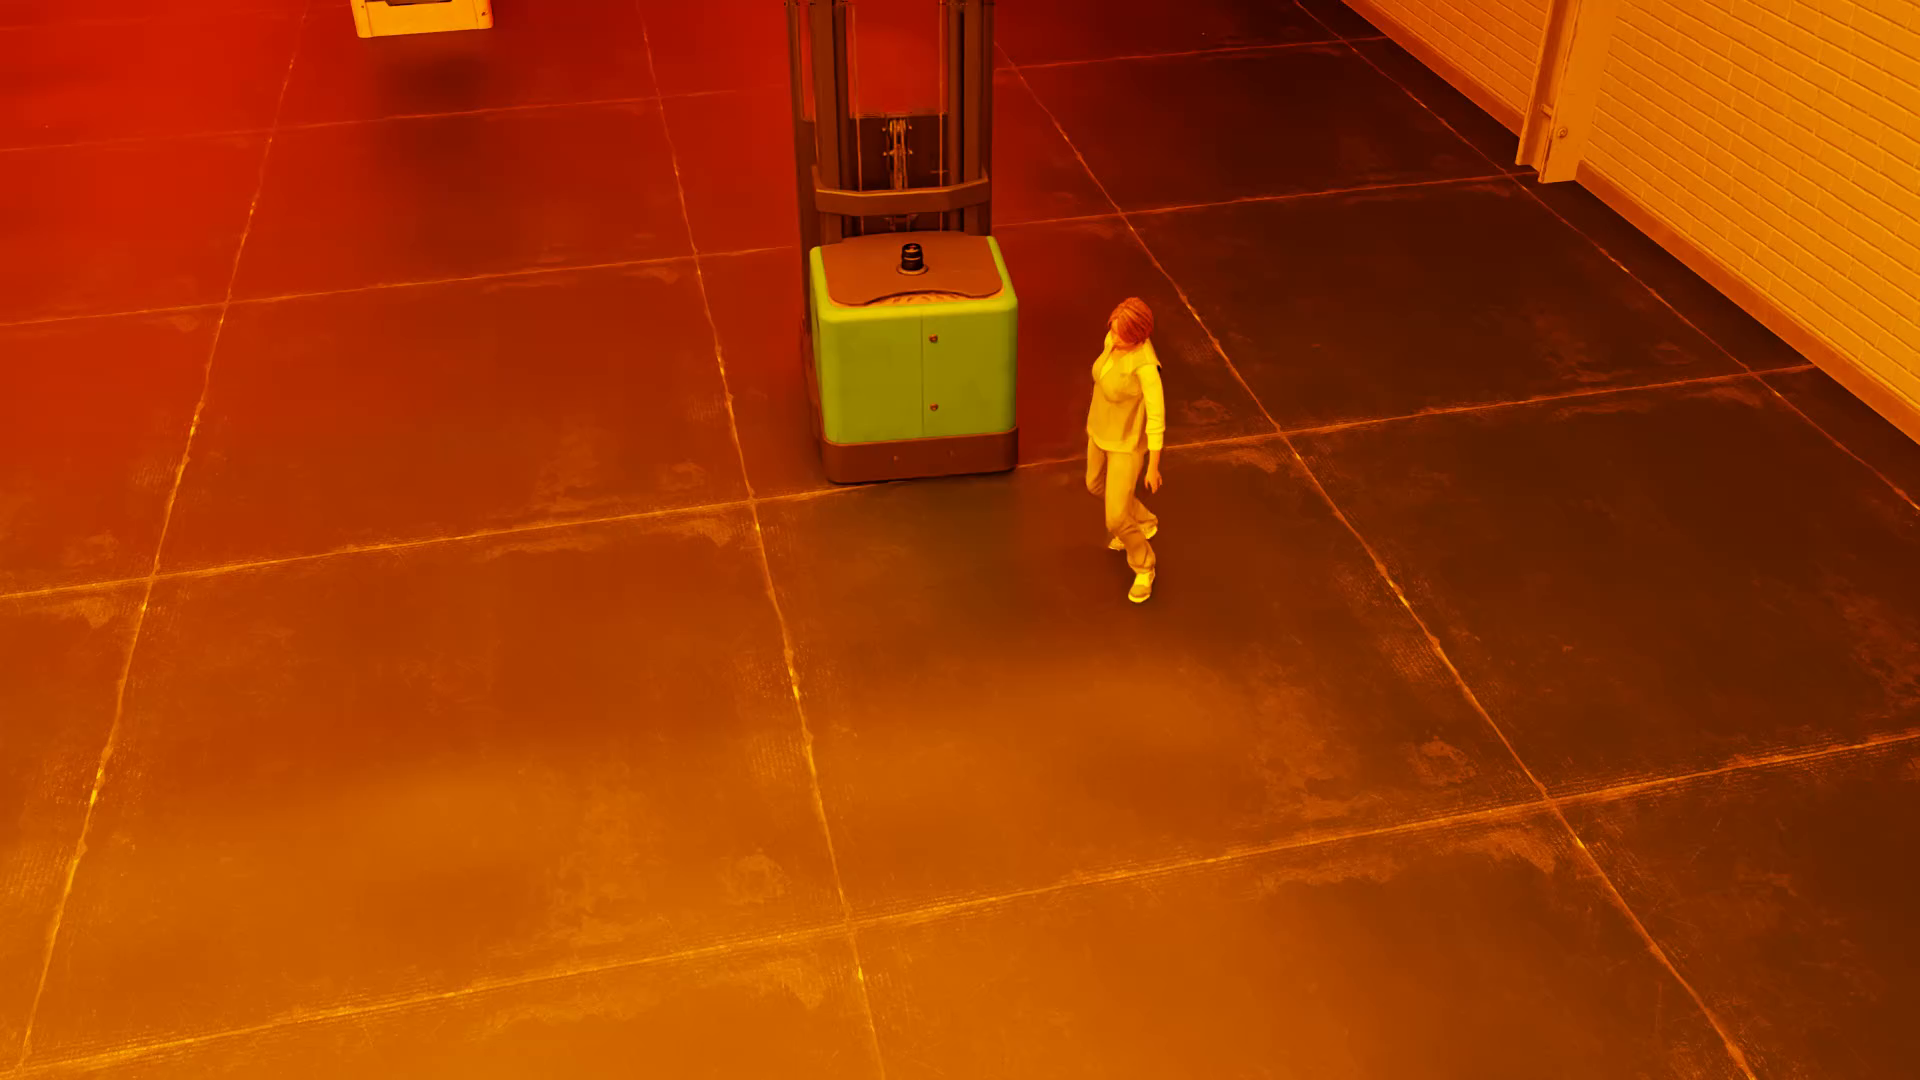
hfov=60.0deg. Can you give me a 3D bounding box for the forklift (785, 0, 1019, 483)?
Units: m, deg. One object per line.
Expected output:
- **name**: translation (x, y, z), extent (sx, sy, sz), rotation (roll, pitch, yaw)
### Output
- **forklift**: translation (-0.402, -2.344, 9.308), extent (1.130, 2.935, 3.031), rotation (-5, 36, -6)

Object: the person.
- **person**: translation (0.835, -0.515, 7.994), extent (0.440, 1.553, 0.747), rotation (-11, 37, -14)
